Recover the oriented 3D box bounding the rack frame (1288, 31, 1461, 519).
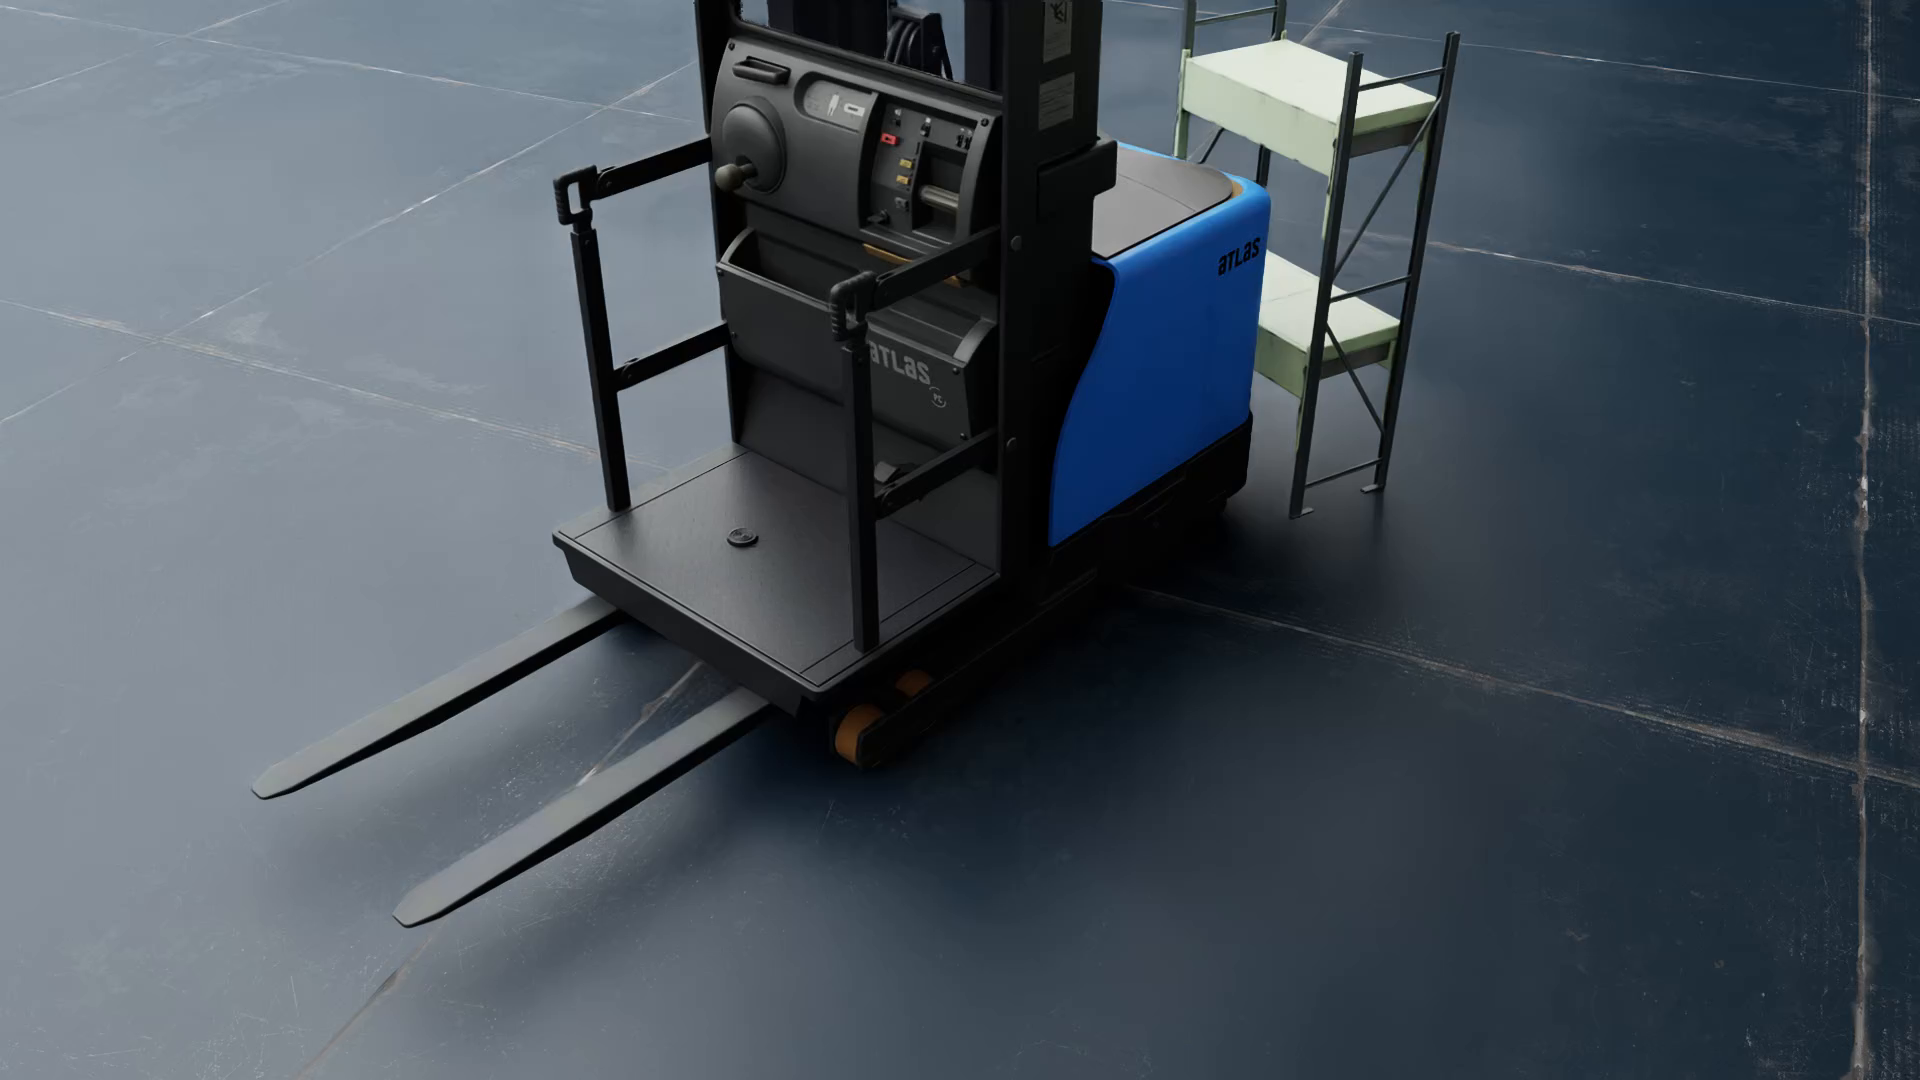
[{"bbox_3d":[1.237,-0.755,5.033,0.400,1.500,0.023,-18,37,-26],"label":"rack frame"}]

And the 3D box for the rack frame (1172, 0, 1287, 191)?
[{"bbox_3d":[0.859,-1.099,5.556,0.400,1.500,0.023,-18,37,-26],"label":"rack frame"}]

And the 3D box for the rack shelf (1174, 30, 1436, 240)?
[{"bbox_3d":[1.049,-1.254,5.081,0.431,0.370,0.720,-18,37,-26],"label":"rack shelf"}]

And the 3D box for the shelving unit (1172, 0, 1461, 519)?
[{"bbox_3d":[1.048,-0.927,5.294,0.431,1.500,0.755,-18,37,-26],"label":"shelving unit"}]

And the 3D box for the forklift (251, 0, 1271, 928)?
[{"bbox_3d":[-0.426,-0.946,4.020,1.130,2.935,3.031,26,41,34],"label":"forklift"}]

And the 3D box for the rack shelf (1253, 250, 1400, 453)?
[{"bbox_3d":[1.047,-0.654,5.473,0.431,0.370,0.720,-18,37,-26],"label":"rack shelf"}]
